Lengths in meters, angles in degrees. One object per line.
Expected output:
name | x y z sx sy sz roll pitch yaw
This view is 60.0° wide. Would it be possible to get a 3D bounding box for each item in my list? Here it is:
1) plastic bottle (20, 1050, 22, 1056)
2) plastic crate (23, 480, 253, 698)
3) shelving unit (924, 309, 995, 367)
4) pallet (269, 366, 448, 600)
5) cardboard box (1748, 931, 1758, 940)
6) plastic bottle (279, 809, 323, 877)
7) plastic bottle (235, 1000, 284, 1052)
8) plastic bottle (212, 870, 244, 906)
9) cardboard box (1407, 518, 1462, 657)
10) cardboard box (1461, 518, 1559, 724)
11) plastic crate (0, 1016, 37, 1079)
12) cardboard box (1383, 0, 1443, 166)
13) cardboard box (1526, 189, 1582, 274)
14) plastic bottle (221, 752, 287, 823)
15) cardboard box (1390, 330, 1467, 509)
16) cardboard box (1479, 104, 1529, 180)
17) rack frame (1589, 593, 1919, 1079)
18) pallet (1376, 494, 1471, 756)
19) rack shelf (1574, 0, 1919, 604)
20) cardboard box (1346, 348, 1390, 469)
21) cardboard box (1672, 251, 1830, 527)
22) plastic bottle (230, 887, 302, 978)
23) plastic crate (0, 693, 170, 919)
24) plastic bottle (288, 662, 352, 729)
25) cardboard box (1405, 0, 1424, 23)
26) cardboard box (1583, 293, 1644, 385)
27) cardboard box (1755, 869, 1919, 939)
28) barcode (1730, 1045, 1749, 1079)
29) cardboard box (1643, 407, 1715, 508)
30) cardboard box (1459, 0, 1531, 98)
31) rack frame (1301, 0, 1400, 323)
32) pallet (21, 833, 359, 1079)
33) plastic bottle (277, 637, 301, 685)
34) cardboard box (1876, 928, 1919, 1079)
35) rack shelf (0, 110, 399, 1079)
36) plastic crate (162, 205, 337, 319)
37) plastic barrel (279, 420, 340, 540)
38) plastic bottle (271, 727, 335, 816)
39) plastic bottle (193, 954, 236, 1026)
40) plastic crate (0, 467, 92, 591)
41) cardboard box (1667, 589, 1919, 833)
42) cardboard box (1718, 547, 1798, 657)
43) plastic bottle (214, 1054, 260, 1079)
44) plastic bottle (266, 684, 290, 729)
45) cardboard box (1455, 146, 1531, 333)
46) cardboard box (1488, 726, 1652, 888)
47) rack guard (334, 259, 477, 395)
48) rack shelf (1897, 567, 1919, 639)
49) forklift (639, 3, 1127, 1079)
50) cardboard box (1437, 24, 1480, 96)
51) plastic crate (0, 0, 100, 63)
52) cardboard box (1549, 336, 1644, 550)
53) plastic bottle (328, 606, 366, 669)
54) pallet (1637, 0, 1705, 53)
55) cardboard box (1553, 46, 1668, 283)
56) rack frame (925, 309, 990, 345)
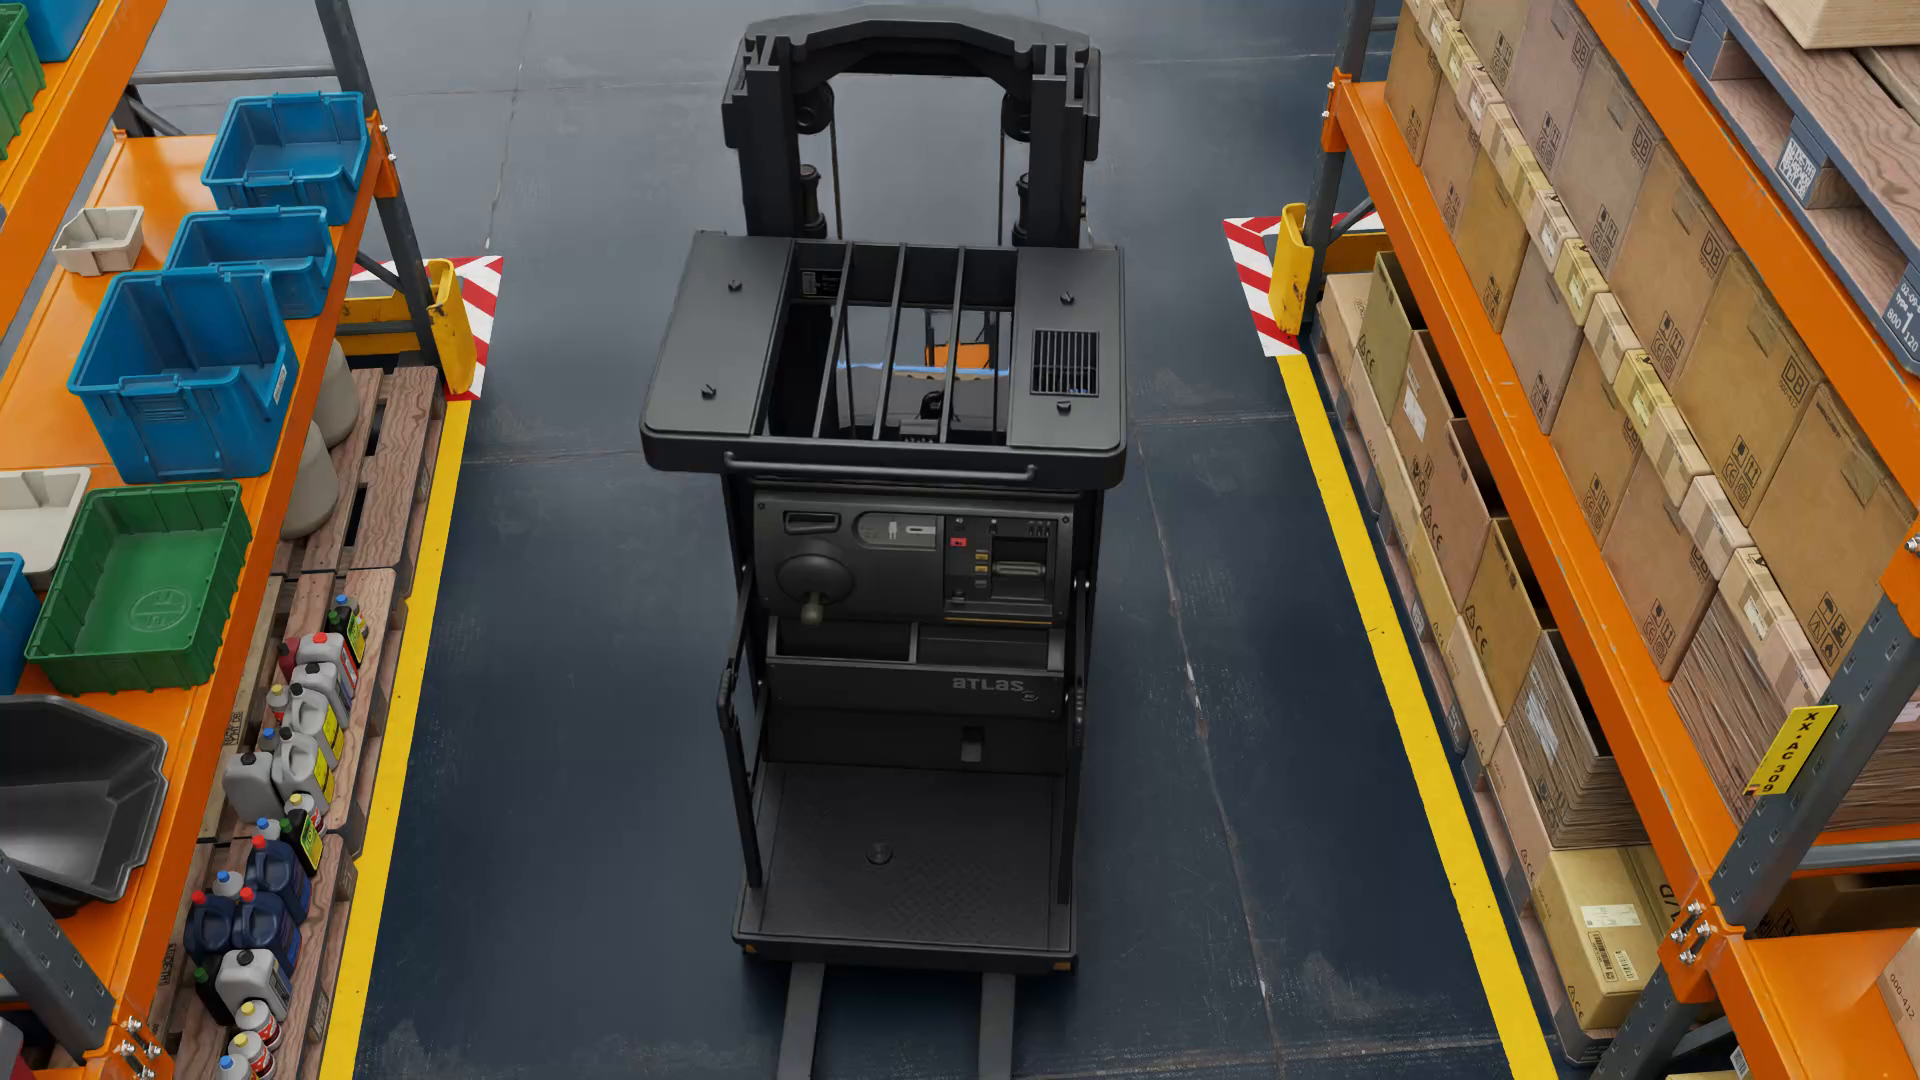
plastic bottle | -2.897 1.517 4.951 0.061 0.283 0.133 -1 47 -1
plastic crate | -2.360 0.136 4.838 0.450 0.188 0.662 -3 47 -3
shelving unit | -0.001 -0.423 6.461 0.258 1.200 0.189 -3 47 -3
pallet | -2.747 -0.232 6.961 1.003 0.211 1.213 -3 47 -3
cardboard box | 2.672 1.211 5.278 0.500 0.250 0.500 -3 47 -3
plastic bottle | -2.170 0.977 5.463 0.061 0.283 0.133 -2 47 -2
plastic bottle | -2.135 1.469 5.054 0.097 0.201 0.097 0 47 0
plastic bottle | -2.315 1.143 5.315 0.097 0.271 0.097 0 47 0
cardboard box | 2.021 0.158 6.275 0.500 0.250 0.500 -3 47 -3
cardboard box | 2.076 0.261 5.661 0.500 0.500 0.500 -3 47 -3
plastic crate | -2.183 1.372 3.477 0.402 0.464 0.583 -3 47 -3
cardboard box | 2.100 -1.826 6.481 0.700 0.500 0.500 -3 47 -3
cardboard box | 2.020 -0.978 5.231 0.380 0.149 0.250 -3 47 -3
plastic bottle | -2.379 0.822 5.615 0.152 0.276 0.135 -3 47 -3
cardboard box | 1.995 -0.463 6.347 0.500 0.500 0.500 -3 47 -3
cardboard box | 1.980 -1.344 5.577 0.380 0.149 0.250 -5 47 -5
rack frame | 2.412 0.764 4.097 0.949 2.616 0.053 -3 47 -3
pallet | 2.278 0.260 6.495 1.003 0.211 1.213 -3 47 -3
rack shelf | 2.241 -1.467 4.639 1.077 0.370 4.000 -3 47 -3
cardboard box | 1.942 -0.566 6.961 0.500 0.250 0.500 -3 47 -3
cardboard box | 2.321 -0.403 4.239 0.700 0.500 0.500 -4 47 -3
plastic bottle | -2.182 1.213 5.193 0.144 0.351 0.185 -2 47 -2
plastic crate | -2.445 0.697 4.203 0.767 0.338 0.504 -3 47 -3
plastic bottle | -2.267 0.540 5.882 0.152 0.276 0.135 -5 47 -4
cardboard box | 1.892 -2.090 6.285 0.380 0.149 0.250 -4 47 -4
cardboard box | 2.067 -0.596 4.869 0.380 0.149 0.250 -2 47 -2
cardboard box | 2.681 0.953 5.006 0.500 0.500 0.500 -3 47 -3
barcode | 2.015 1.352 4.297 0.001 0.075 0.075 -3 47 -3
cardboard box | 2.106 -0.235 4.528 0.380 0.149 0.250 -4 47 -3
cardboard box | 2.154 -1.853 5.613 0.700 0.500 0.500 -5 47 -4
rack frame | 2.073 -2.130 6.838 1.000 3.000 0.127 -3 47 -3
pallet | -2.543 1.533 5.289 1.003 0.211 1.213 -3 47 -3
plastic bottle | -2.384 0.444 5.968 0.061 0.283 0.133 -3 47 -3
cardboard box | 2.493 1.169 3.816 0.500 0.250 0.500 -1 47 -1
rack shelf | -2.695 -0.137 5.446 1.077 0.370 4.000 -3 47 -3
plastic crate | -2.474 -0.966 5.838 0.499 0.251 0.408 -3 47 -3
plastic barrel | -2.690 -0.286 6.516 0.421 0.512 0.421 0 47 0
plastic bottle | -2.233 0.769 5.614 0.144 0.351 0.185 -4 47 -4
plastic bottle | -2.278 1.363 5.098 0.061 0.283 0.133 -3 47 -3
plastic crate | -2.916 -0.006 5.008 0.530 0.136 0.437 -3 47 -3
cardboard box | 2.365 0.409 4.364 0.700 0.500 0.500 -5 47 -4
cardboard box | 2.153 0.144 4.169 0.380 0.149 0.250 -4 47 -4
plastic bottle | -2.118 1.592 4.889 0.097 0.271 0.097 0 47 0
plastic bottle | -2.390 0.587 5.889 0.097 0.201 0.097 0 47 0
cardboard box | 2.184 -1.086 5.781 0.700 0.500 0.500 -3 47 -3
cardboard box | 2.120 0.881 5.591 0.500 0.250 0.500 -3 47 -3
rack guard | -2.810 -0.920 7.413 1.175 0.500 0.348 -3 47 -3
rack shelf | 2.576 1.427 1.899 1.077 0.370 4.000 -3 47 -3
forklift | -0.148 0.165 4.711 1.130 2.935 3.031 3 47 2
cardboard box | 1.936 -1.719 5.933 0.380 0.149 0.250 -3 47 -3
plastic crate | -2.403 -1.496 4.183 0.392 0.384 0.575 -3 47 -3
cardboard box | 2.276 -0.335 5.069 0.700 0.500 0.500 -3 47 -3
plastic bottle | -2.244 0.337 6.069 0.061 0.283 0.133 -2 47 -2
pallet | 2.212 -1.733 4.457 1.003 0.211 1.213 -3 47 -3
cardboard box | 2.239 -1.126 4.925 0.700 0.500 0.500 -3 47 -3
rack frame | -0.009 -0.489 6.523 0.240 1.200 0.006 -3 47 -3
